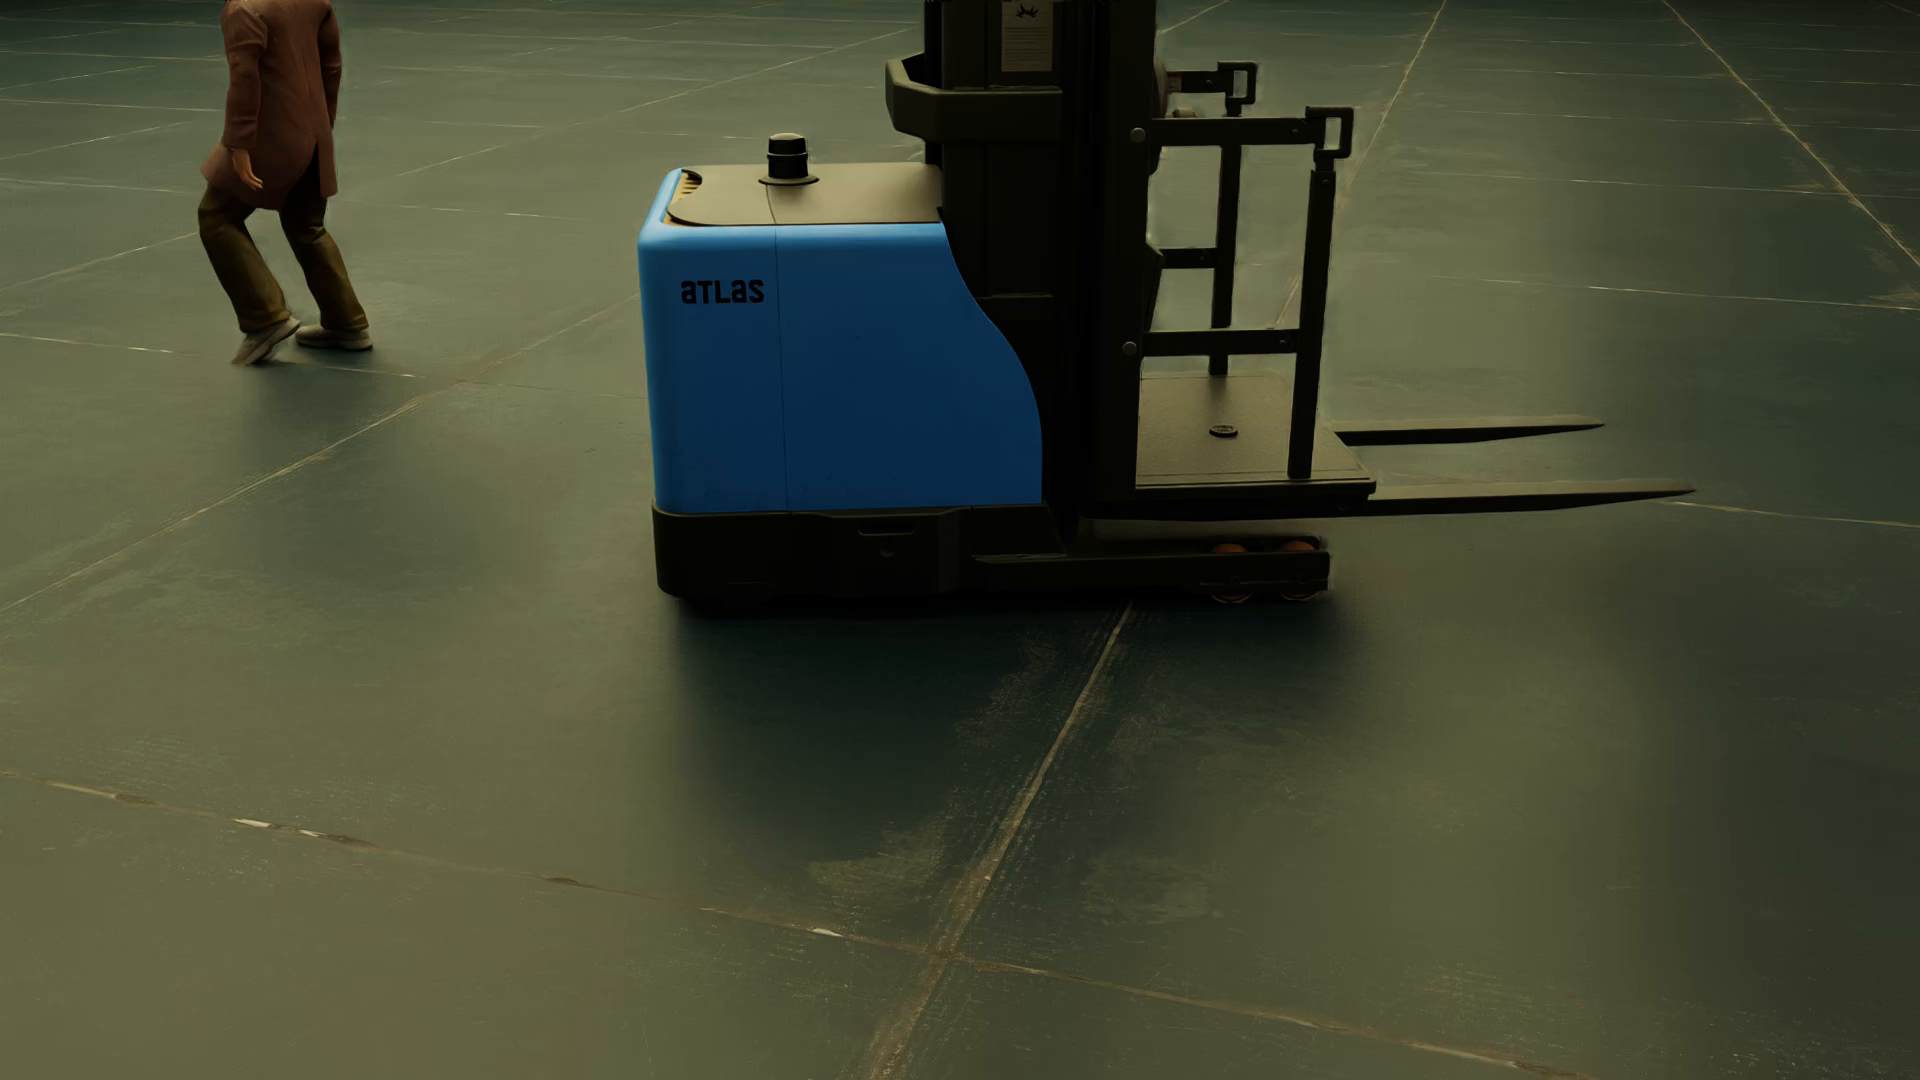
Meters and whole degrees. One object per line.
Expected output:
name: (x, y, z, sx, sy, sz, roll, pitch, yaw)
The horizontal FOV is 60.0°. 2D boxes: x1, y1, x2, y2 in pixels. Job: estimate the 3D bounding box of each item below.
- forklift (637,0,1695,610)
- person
forklift: (0.631, -1.375, 4.610, 3.031, 2.935, 1.130, -2, 23, -4)
person: (-2.784, -1.598, 6.753, 0.529, 1.807, 0.709, 5, 23, 13)
